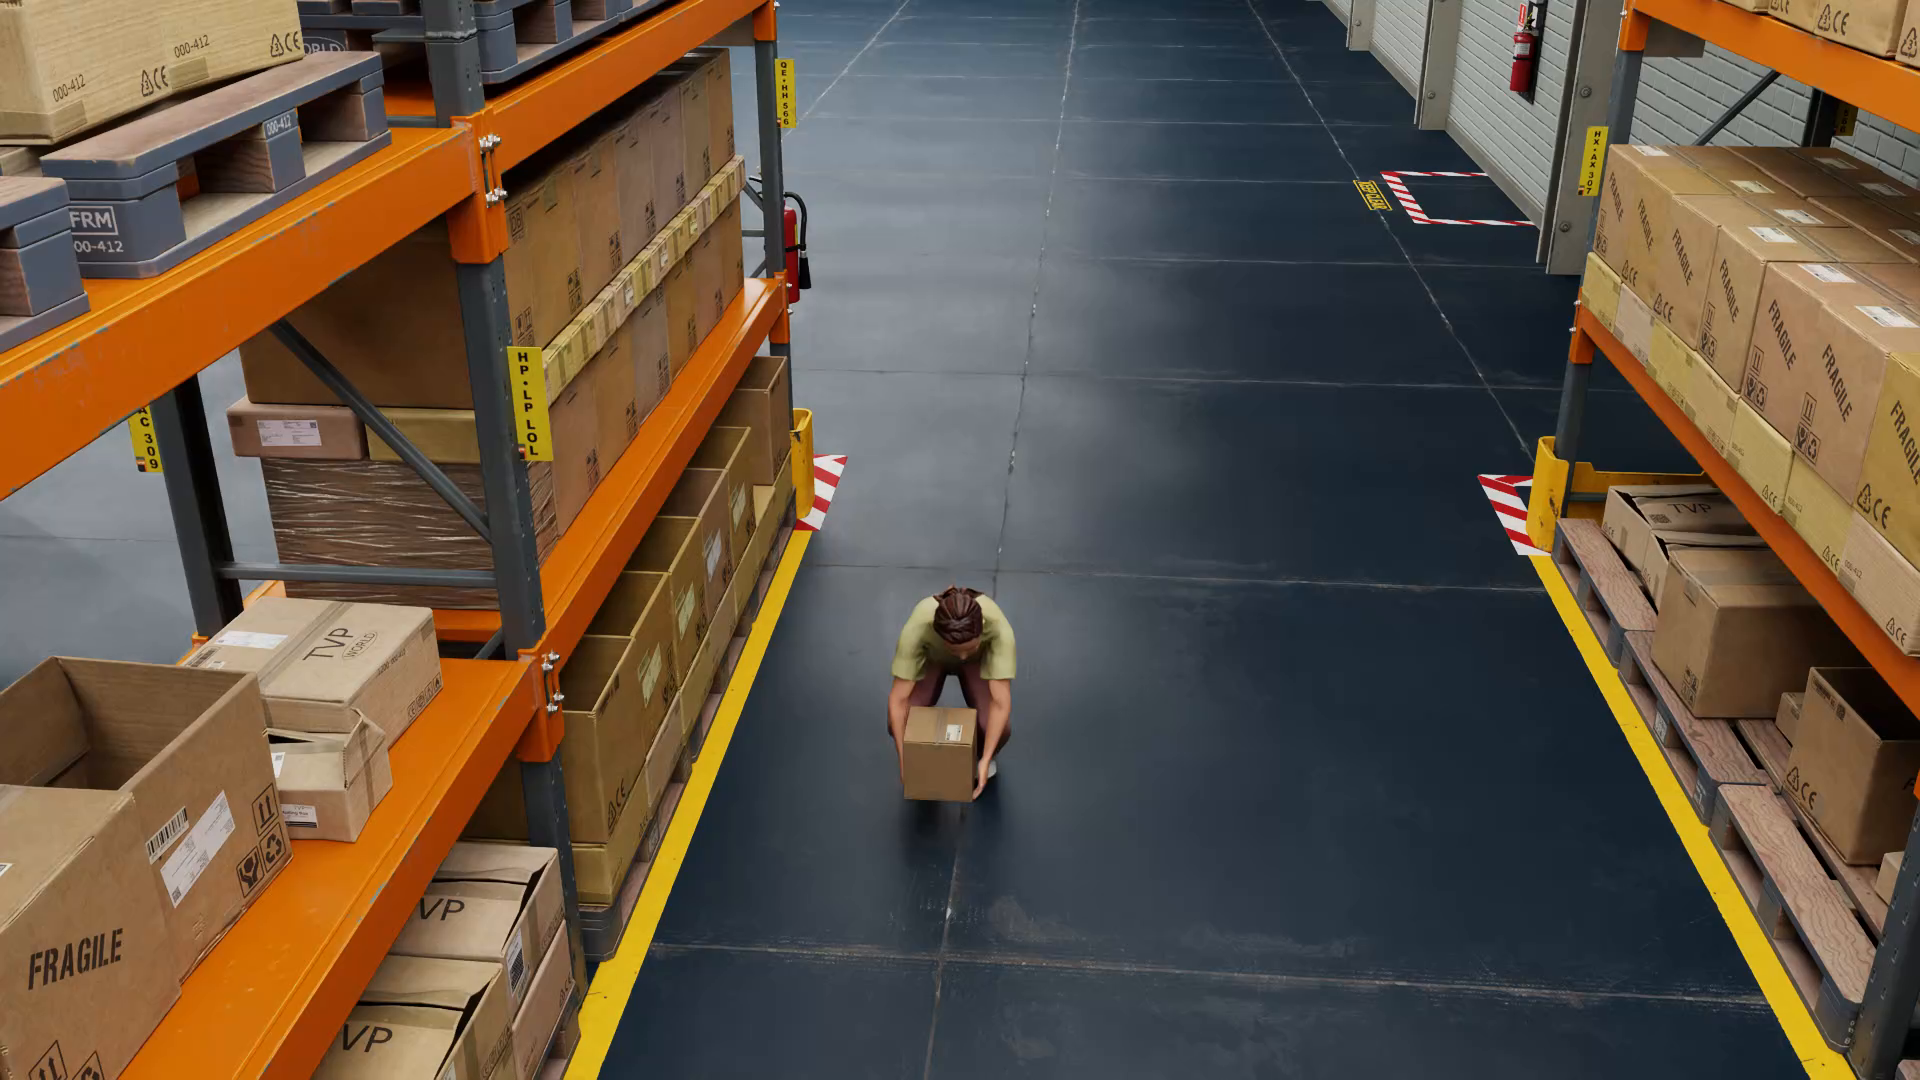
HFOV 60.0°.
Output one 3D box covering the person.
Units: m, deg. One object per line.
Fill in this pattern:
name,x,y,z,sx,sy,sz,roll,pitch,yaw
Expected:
person,-0.024,0.524,6.365,0.488,0.929,0.804,2,25,4
